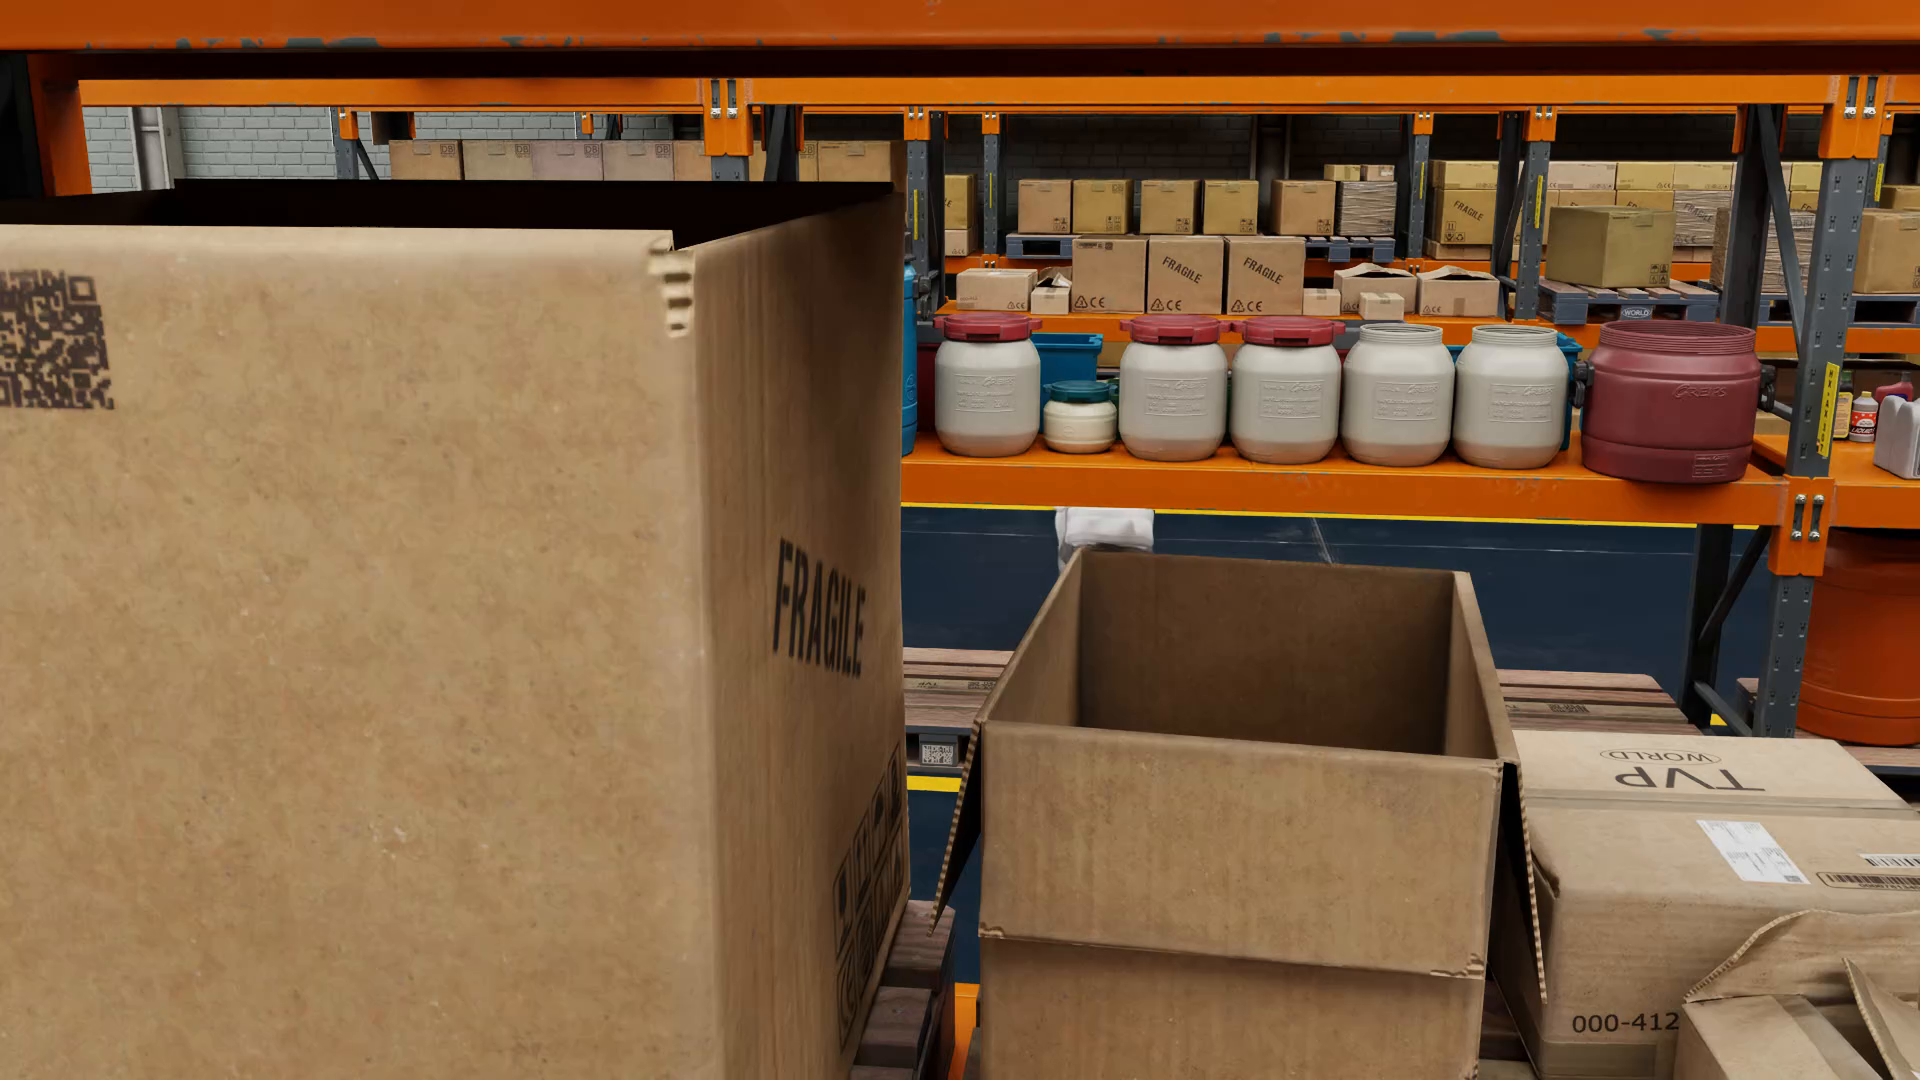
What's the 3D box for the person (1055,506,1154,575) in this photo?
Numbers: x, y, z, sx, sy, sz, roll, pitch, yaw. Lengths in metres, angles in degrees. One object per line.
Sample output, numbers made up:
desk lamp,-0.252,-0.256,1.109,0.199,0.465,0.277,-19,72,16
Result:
person,0.741,0.088,8.569,0.518,0.843,0.980,1,14,5
